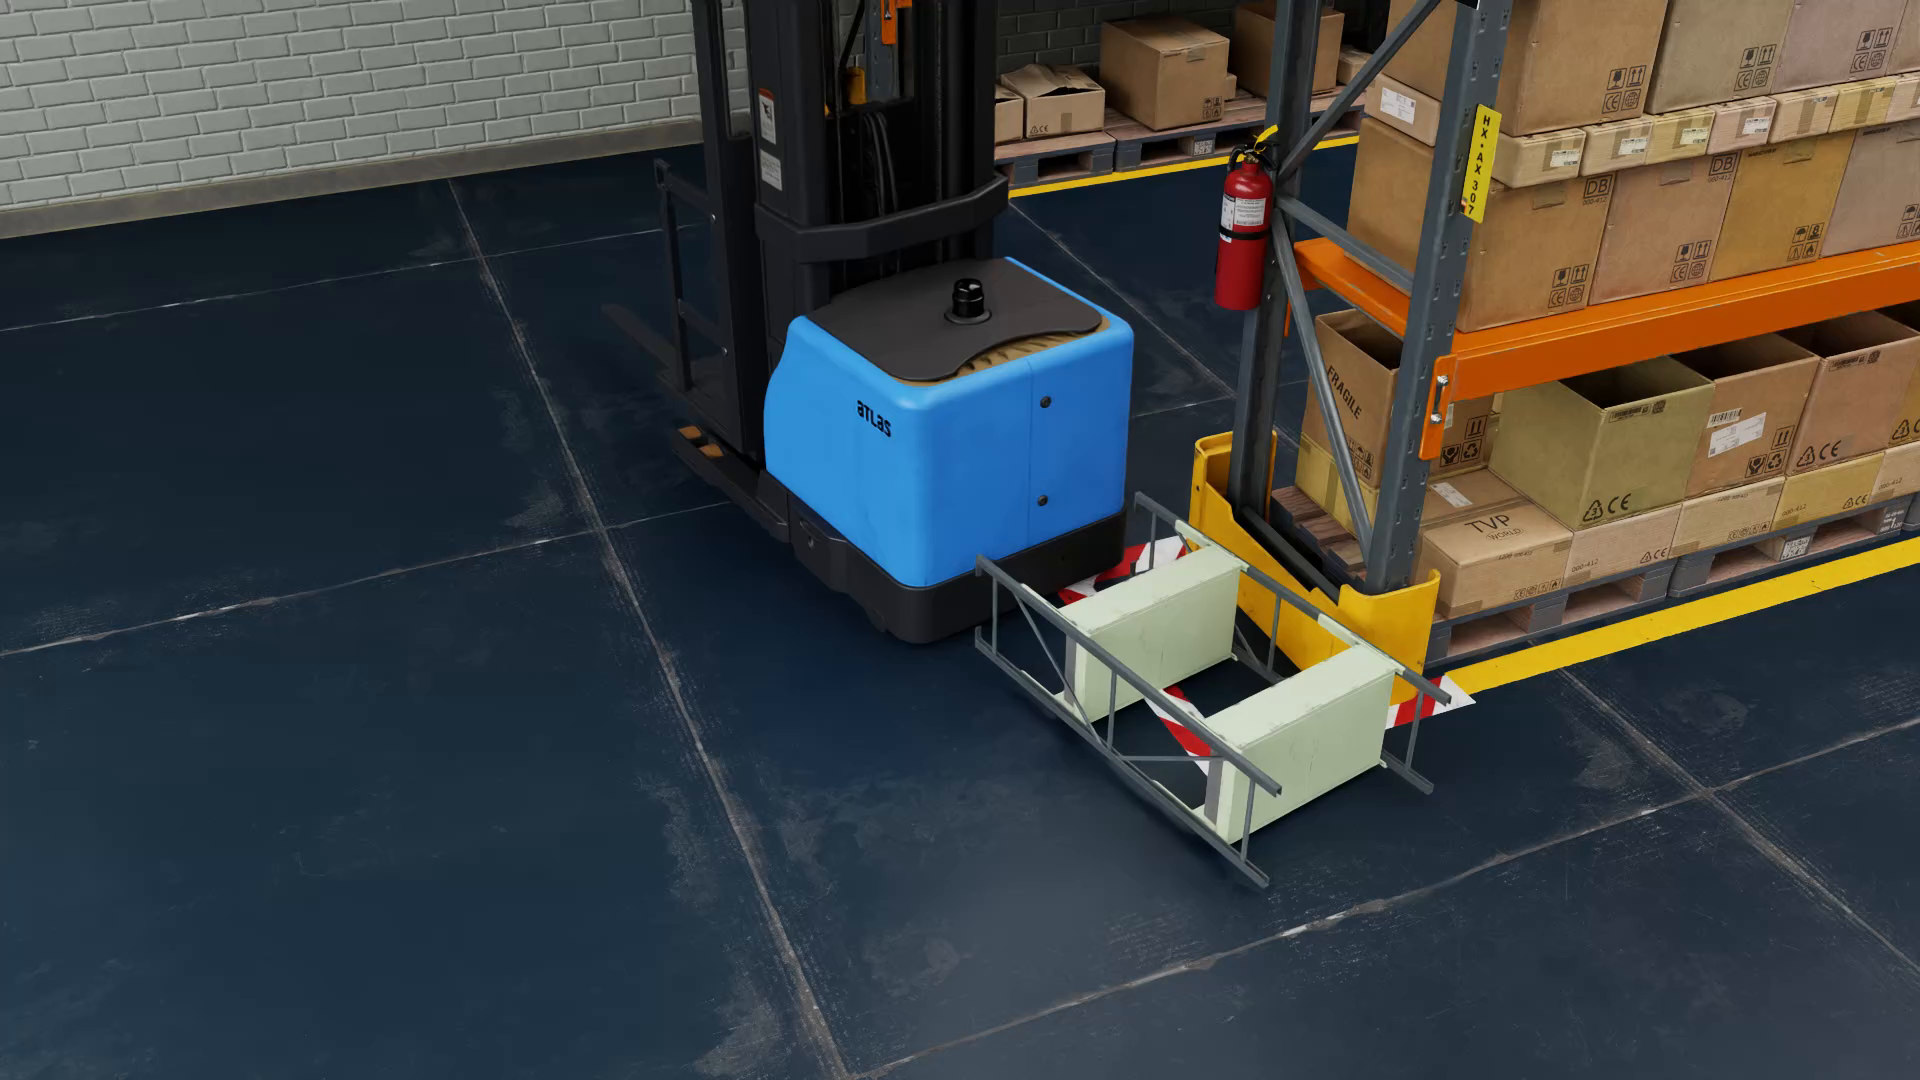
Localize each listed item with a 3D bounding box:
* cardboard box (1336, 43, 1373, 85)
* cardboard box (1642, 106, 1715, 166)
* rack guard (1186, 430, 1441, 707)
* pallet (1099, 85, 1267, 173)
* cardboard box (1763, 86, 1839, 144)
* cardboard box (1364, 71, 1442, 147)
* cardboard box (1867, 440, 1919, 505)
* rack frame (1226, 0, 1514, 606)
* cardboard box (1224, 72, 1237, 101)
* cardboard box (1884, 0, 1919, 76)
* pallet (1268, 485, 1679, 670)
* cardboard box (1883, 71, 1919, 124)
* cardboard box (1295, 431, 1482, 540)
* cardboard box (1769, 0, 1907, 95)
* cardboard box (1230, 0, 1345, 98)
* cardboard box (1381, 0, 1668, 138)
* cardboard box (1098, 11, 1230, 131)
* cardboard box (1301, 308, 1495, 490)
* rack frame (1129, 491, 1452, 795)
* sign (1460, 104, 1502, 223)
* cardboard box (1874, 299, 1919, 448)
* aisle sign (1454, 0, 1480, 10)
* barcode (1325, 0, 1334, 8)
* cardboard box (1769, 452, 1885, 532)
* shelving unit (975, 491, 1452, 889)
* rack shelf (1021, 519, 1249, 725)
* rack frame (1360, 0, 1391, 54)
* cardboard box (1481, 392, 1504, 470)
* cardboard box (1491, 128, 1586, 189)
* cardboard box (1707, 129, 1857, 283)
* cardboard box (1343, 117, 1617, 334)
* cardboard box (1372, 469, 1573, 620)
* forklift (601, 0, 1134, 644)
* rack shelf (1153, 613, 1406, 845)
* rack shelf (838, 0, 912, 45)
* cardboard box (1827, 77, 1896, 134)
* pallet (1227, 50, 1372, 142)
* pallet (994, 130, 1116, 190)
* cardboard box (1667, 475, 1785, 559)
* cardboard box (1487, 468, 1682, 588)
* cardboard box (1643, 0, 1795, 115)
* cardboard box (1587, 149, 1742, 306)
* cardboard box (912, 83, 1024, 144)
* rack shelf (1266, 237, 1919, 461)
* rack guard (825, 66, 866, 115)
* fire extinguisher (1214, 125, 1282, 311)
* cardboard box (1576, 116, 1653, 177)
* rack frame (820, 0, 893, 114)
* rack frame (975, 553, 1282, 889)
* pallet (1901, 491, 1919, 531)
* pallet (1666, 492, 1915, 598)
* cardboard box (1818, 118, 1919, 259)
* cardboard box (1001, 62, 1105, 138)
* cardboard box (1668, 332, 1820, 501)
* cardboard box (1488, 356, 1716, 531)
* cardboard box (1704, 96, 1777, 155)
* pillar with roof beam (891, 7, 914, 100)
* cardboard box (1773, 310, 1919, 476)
[{"bbox_3d":[2.577,-3.172,11.069,0.250,0.166,0.380,-18,37,-25],"label":"cardboard box"},{"bbox_3d":[2.210,-1.366,5.412,0.250,0.149,0.380,-13,35,-19],"label":"cardboard box"},{"bbox_3d":[1.270,0.084,6.162,0.348,0.500,1.175,-13,35,-19],"label":"rack guard"},{"bbox_3d":[1.327,-2.715,10.729,1.213,0.211,1.003,-13,35,-19],"label":"pallet"},{"bbox_3d":[2.688,-1.476,5.581,0.250,0.149,0.380,-14,36,-21],"label":"cardboard box"},{"bbox_3d":[1.570,-1.459,5.555,0.250,0.149,0.380,-13,35,-20],"label":"cardboard box"},{"bbox_3d":[3.717,-0.415,6.774,0.500,0.250,0.500,-13,35,-19],"label":"cardboard box"},{"bbox_3d":[1.292,-0.968,5.488,0.127,3.000,1.000,-13,35,-19],"label":"rack frame"},{"bbox_3d":[1.576,-2.965,10.767,0.250,0.149,0.380,-16,36,-23],"label":"cardboard box"},{"bbox_3d":[3.185,-1.984,5.767,0.500,0.500,0.700,-13,35,-19],"label":"cardboard box"},{"bbox_3d":[1.981,0.018,6.529,1.213,0.211,1.003,-13,35,-19],"label":"pallet"},{"bbox_3d":[3.155,-1.581,5.743,0.250,0.149,0.380,-13,35,-18],"label":"cardboard box"},{"bbox_3d":[1.672,-0.254,6.526,0.500,0.250,0.500,-13,35,-19],"label":"cardboard box"},{"bbox_3d":[2.723,-1.878,5.605,0.500,0.500,0.700,-13,35,-19],"label":"cardboard box"},{"bbox_3d":[2.117,-3.201,10.807,0.500,0.500,0.500,-16,36,-22],"label":"cardboard box"},{"bbox_3d":[1.776,-1.657,5.266,0.500,0.500,0.700,-13,35,-19],"label":"cardboard box"},{"bbox_3d":[1.265,-2.946,10.416,0.500,0.500,0.700,-15,36,-22],"label":"cardboard box"},{"bbox_3d":[1.671,-0.569,6.323,0.500,0.500,0.500,-13,35,-19],"label":"cardboard box"},{"bbox_3d":[1.094,0.323,5.804,0.023,0.400,1.500,-21,39,-29],"label":"rack frame"},{"bbox_3d":[1.501,-1.084,4.799,0.005,0.325,0.100,-13,35,-19],"label":"sign"},{"bbox_3d":[3.712,-0.736,6.579,0.500,0.500,0.500,-13,35,-19],"label":"cardboard box"},{"bbox_3d":[1.350,-1.890,4.521,0.004,0.787,0.394,-13,35,-19],"label":"aisle sign"},{"bbox_3d":[2.468,-3.581,11.098,0.075,0.075,0.001,-13,35,-19],"label":"barcode"},{"bbox_3d":[3.256,-0.309,6.611,0.500,0.250,0.500,-13,35,-19],"label":"cardboard box"},{"bbox_3d":[0.795,0.438,5.628,0.755,0.431,1.500,-21,39,-29],"label":"shelving unit"},{"bbox_3d":[0.607,0.292,5.851,0.720,0.431,0.370,-21,39,-29],"label":"rack shelf"},{"bbox_3d":[3.059,-4.303,10.613,0.127,3.000,1.000,-13,35,-19],"label":"rack frame"},{"bbox_3d":[2.128,-0.365,6.697,0.500,0.250,0.500,-13,35,-19],"label":"cardboard box"},{"bbox_3d":[1.737,-1.257,5.245,0.250,0.149,0.380,-13,35,-19],"label":"cardboard box"},{"bbox_3d":[2.670,-1.318,5.933,0.500,0.500,0.700,-13,35,-19],"label":"cardboard box"},{"bbox_3d":[1.727,-1.102,5.602,0.500,0.500,0.700,-13,35,-19],"label":"cardboard box"},{"bbox_3d":[1.872,0.007,6.125,0.500,0.250,0.500,-13,35,-19],"label":"cardboard box"},{"bbox_3d":[-0.610,-1.608,6.535,1.130,2.935,3.031,-21,38,-29],"label":"forklift"},{"bbox_3d":[1.020,0.612,5.360,0.720,0.431,0.370,-21,39,-29],"label":"rack shelf"},{"bbox_3d":[1.215,-3.579,10.160,4.000,0.370,1.077,-13,35,-19],"label":"rack shelf"},{"bbox_3d":[2.924,-1.530,5.664,0.250,0.149,0.380,-13,35,-20],"label":"cardboard box"},{"bbox_3d":[2.453,-2.975,11.128,1.213,0.211,1.003,-13,35,-19],"label":"pallet"},{"bbox_3d":[0.204,-2.460,10.337,1.213,0.211,1.003,-13,35,-19],"label":"pallet"},{"bbox_3d":[2.793,-0.206,6.452,0.500,0.250,0.500,-13,35,-19],"label":"cardboard box"},{"bbox_3d":[2.332,-0.101,6.290,0.500,0.250,0.500,-13,35,-19],"label":"cardboard box"},{"bbox_3d":[2.259,-1.771,5.440,0.500,0.500,0.700,-14,36,-20],"label":"cardboard box"},{"bbox_3d":[2.210,-1.216,5.776,0.500,0.500,0.700,-12,35,-18],"label":"cardboard box"},{"bbox_3d":[0.044,-2.617,10.083,0.500,0.311,0.500,-17,37,-24],"label":"cardboard box"},{"bbox_3d":[3.136,-1.089,6.333,4.000,0.370,1.077,-13,35,-19],"label":"rack shelf"},{"bbox_3d":[-0.559,-2.427,10.021,0.348,0.500,1.175,-13,35,-19],"label":"rack guard"},{"bbox_3d":[1.003,-1.145,5.830,0.183,0.674,0.296,-13,35,-19],"label":"fire extinguisher"},{"bbox_3d":[1.979,-1.314,5.332,0.250,0.149,0.380,-14,36,-20],"label":"cardboard box"},{"bbox_3d":[-0.629,-3.459,9.315,0.127,3.000,1.000,-13,35,-19],"label":"rack frame"},{"bbox_3d":[0.496,0.553,5.451,0.023,0.400,1.500,-21,39,-29],"label":"rack frame"},{"bbox_3d":[4.231,-0.497,7.321,1.213,0.211,1.003,-13,35,-19],"label":"pallet"},{"bbox_3d":[3.104,-0.238,6.922,1.213,0.211,1.003,-13,35,-19],"label":"pallet"},{"bbox_3d":[3.154,-1.431,6.107,0.500,0.500,0.700,-12,35,-18],"label":"cardboard box"},{"bbox_3d":[0.569,-2.737,10.268,0.500,0.311,0.500,-10,34,-15],"label":"cardboard box"},{"bbox_3d":[2.789,-0.526,6.257,0.500,0.500,0.500,-13,35,-19],"label":"cardboard box"},{"bbox_3d":[2.333,-0.414,6.085,0.500,0.500,0.500,-13,35,-19],"label":"cardboard box"},{"bbox_3d":[2.443,-1.418,5.492,0.250,0.149,0.380,-13,35,-20],"label":"cardboard box"},{"bbox_3d":[1.348,-4.391,5.248,0.400,9.000,9.100,-13,35,-19],"label":"pillar with roof beam"},{"bbox_3d":[3.257,-0.623,6.406,0.500,0.500,0.500,-13,35,-19],"label":"cardboard box"}]
